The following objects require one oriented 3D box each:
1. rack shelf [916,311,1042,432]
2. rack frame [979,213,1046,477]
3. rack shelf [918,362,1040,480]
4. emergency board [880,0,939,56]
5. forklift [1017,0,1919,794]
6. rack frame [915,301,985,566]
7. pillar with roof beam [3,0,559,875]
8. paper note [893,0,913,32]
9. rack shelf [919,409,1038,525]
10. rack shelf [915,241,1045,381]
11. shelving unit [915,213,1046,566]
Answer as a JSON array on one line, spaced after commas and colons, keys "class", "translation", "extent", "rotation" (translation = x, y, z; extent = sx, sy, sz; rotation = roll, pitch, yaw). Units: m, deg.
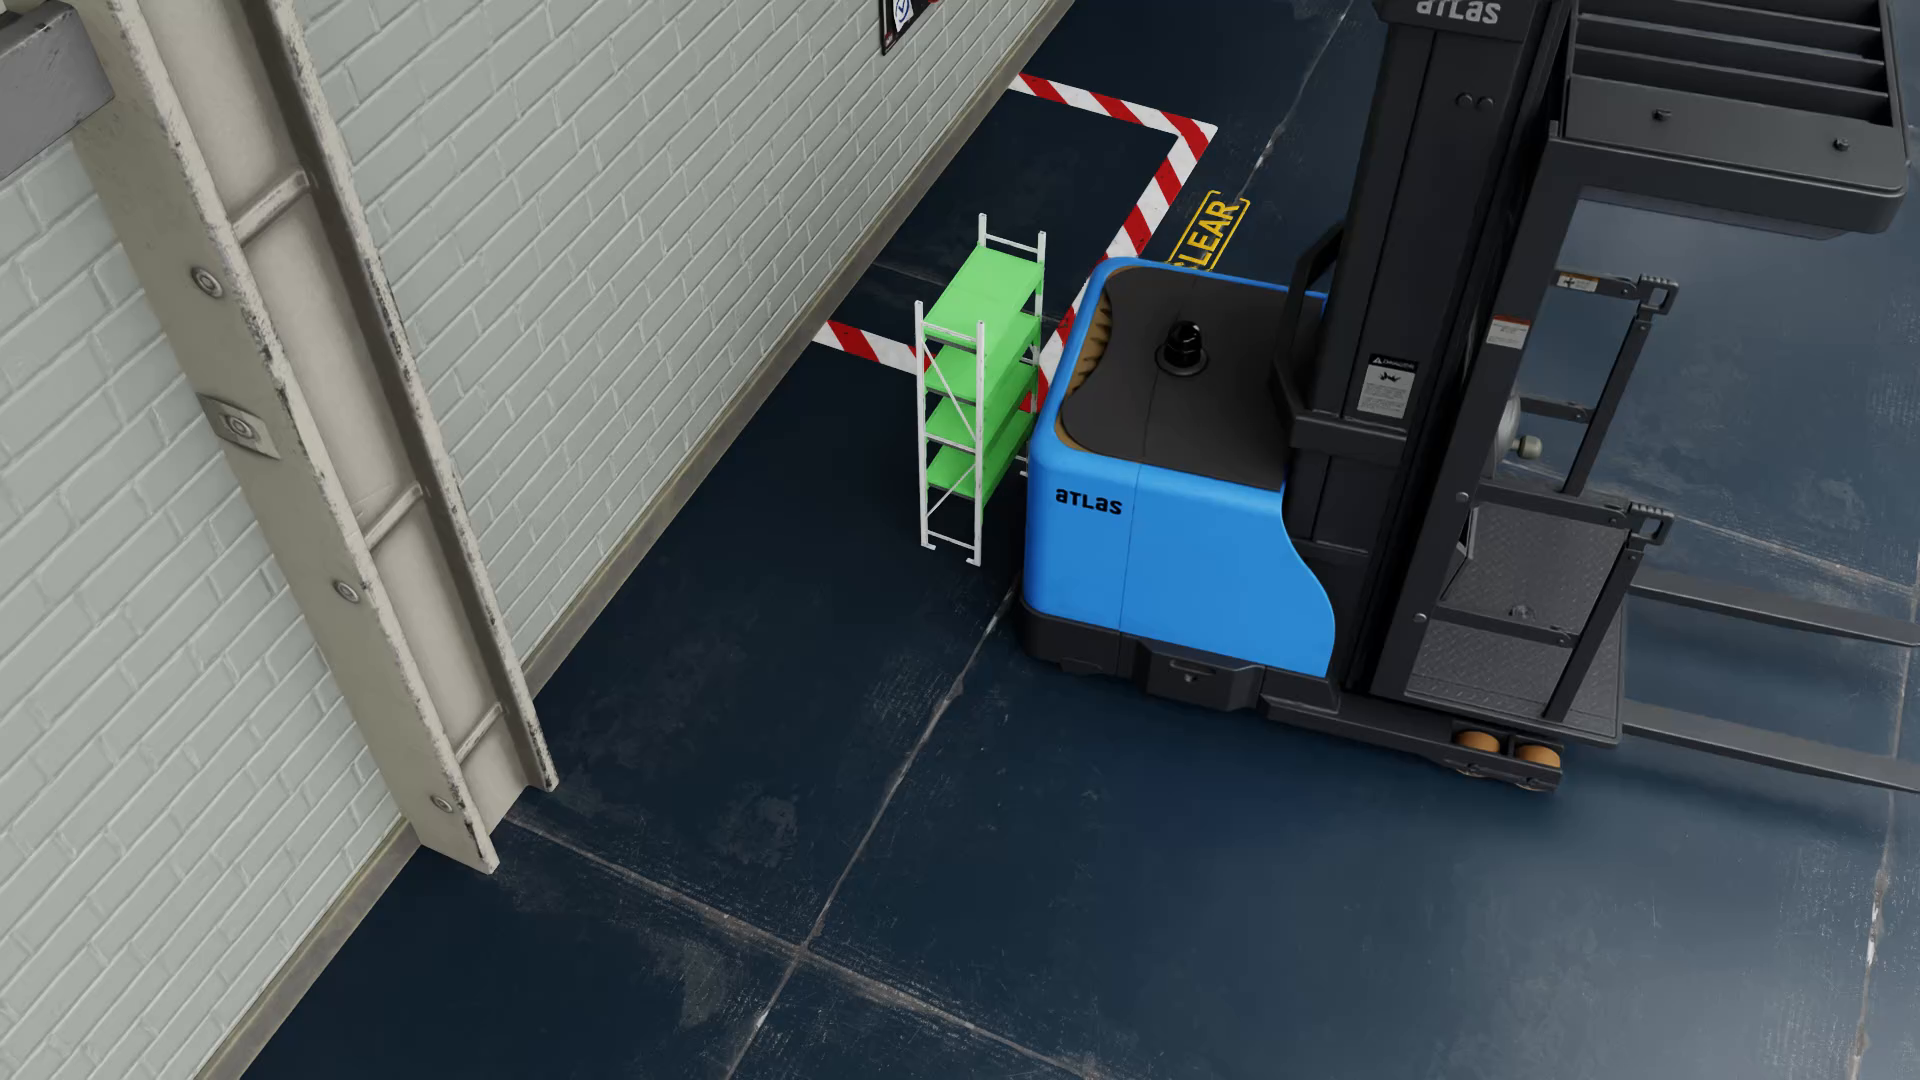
[{"class": "rack shelf", "translation": [0.071, -0.617, 5.756], "extent": [0.258, 0.148, 0.480], "rotation": [20, 52, 16]}, {"class": "rack frame", "translation": [0.175, -0.671, 6.033], "extent": [0.240, 1.200, 0.015], "rotation": [20, 52, 16]}, {"class": "rack shelf", "translation": [0.071, -0.461, 5.939], "extent": [0.258, 0.148, 0.480], "rotation": [20, 52, 16]}, {"class": "emergency board", "translation": [-0.088, -2.525, 6.429], "extent": [0.194, 1.169, 0.643], "rotation": [20, 52, 16]}, {"class": "forklift", "translation": [1.775, -0.570, 4.811], "extent": [3.031, 2.935, 1.130], "rotation": [13, 51, 11]}, {"class": "rack frame", "translation": [-0.034, -0.335, 5.747], "extent": [0.240, 1.200, 0.015], "rotation": [20, 52, 16]}, {"class": "pillar with roof beam", "translation": [2.331, -0.626, 0.874], "extent": [9.100, 9.000, 0.400], "rotation": [20, 52, 16]}, {"class": "paper note", "translation": [-0.227, -2.140, 6.680], "extent": [0.016, 0.148, 0.142], "rotation": [20, 52, 16]}, {"class": "rack shelf", "translation": [0.071, -0.306, 6.121], "extent": [0.258, 0.148, 0.480], "rotation": [20, 52, 16]}, {"class": "rack shelf", "translation": [0.071, -0.772, 5.573], "extent": [0.258, 0.148, 0.480], "rotation": [20, 52, 16]}, {"class": "shelving unit", "translation": [0.071, -0.503, 5.890], "extent": [0.258, 1.200, 0.503], "rotation": [20, 52, 16]}]
